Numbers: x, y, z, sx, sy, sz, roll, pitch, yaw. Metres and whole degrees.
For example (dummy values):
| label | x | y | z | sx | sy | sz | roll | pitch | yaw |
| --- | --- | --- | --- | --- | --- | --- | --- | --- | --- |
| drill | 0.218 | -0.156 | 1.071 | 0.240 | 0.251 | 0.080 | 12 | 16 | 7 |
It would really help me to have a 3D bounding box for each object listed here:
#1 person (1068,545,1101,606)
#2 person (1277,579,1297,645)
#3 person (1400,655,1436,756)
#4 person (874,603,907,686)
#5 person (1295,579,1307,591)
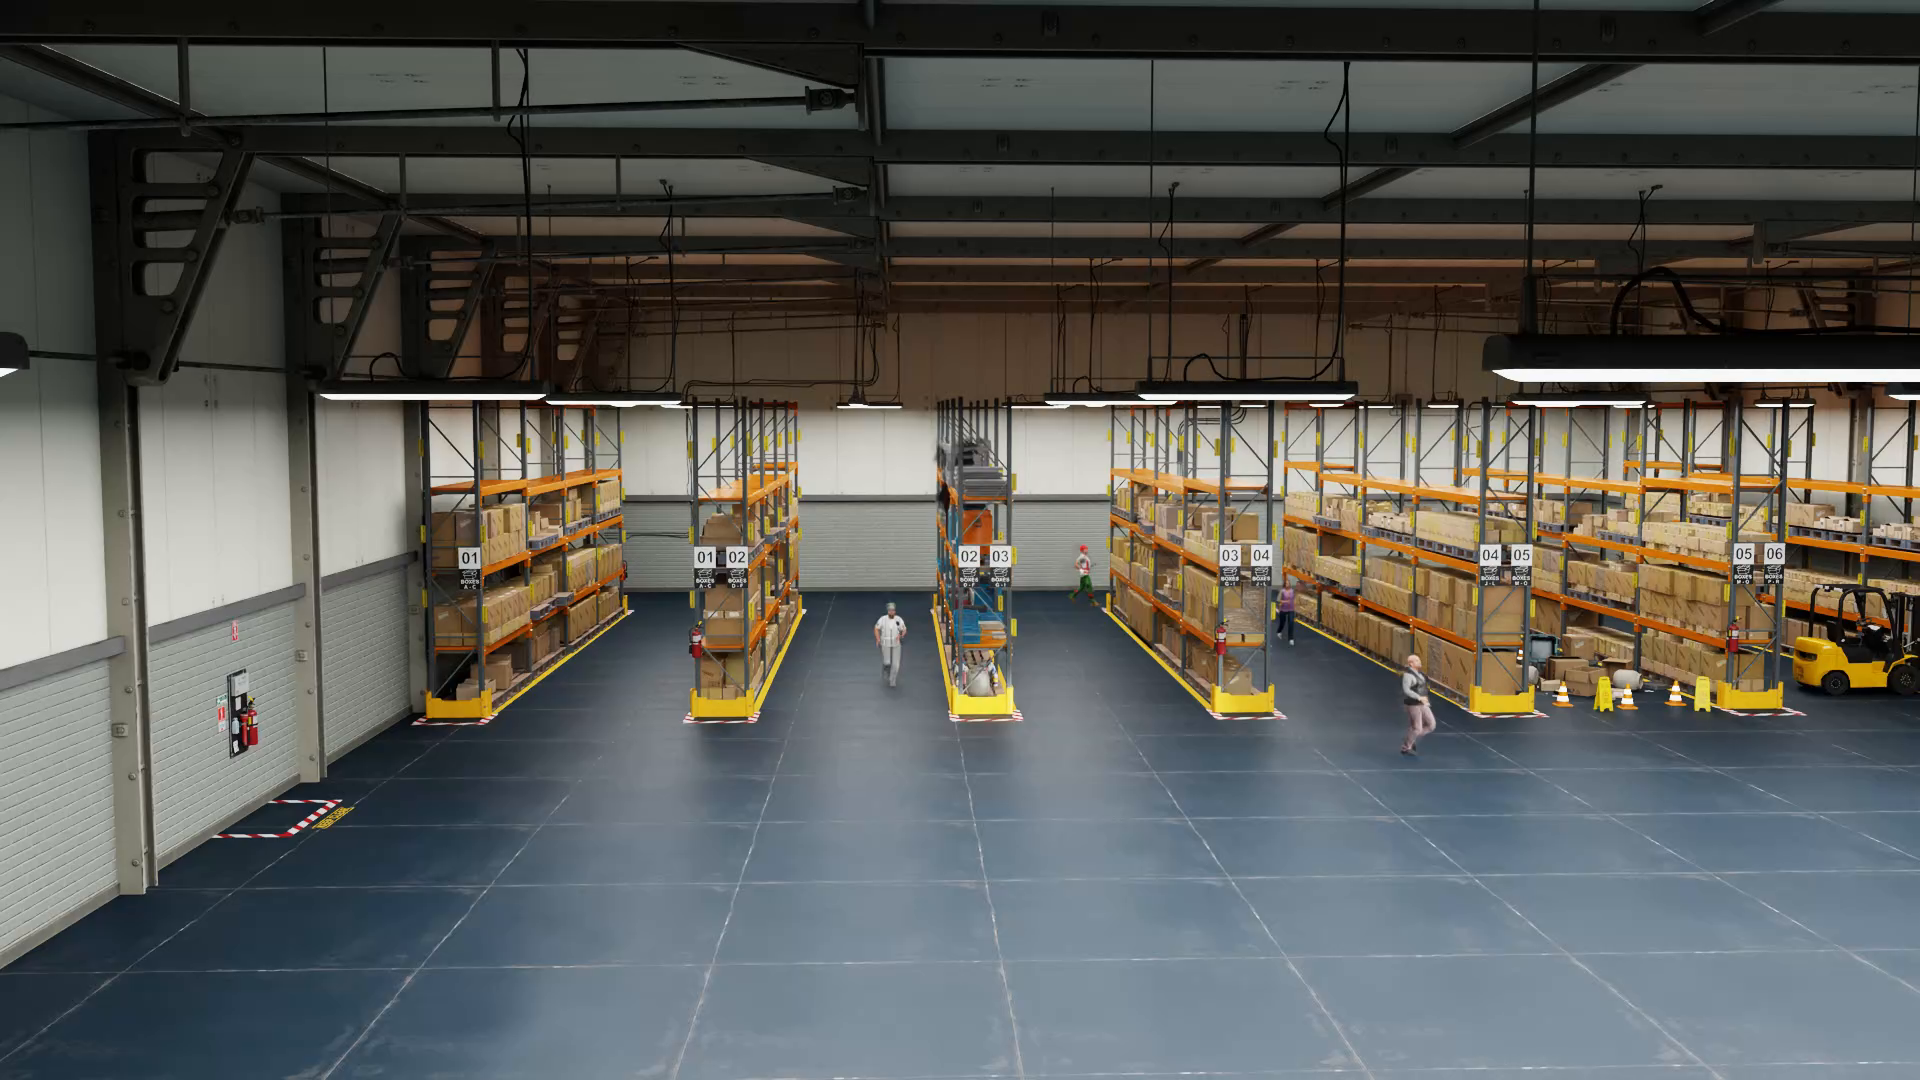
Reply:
| label | x | y | z | sx | sy | sz | roll | pitch | yaw |
| --- | --- | --- | --- | --- | --- | --- | --- | --- | --- |
| person | 3.653 | 1.031 | 48.804 | 1.002 | 1.773 | 0.662 | 1 | 4 | 10 |
| person | 8.048 | 1.753 | 40.951 | 0.543 | 1.578 | 0.882 | -1 | 4 | -7 |
| person | 7.612 | 2.746 | 27.661 | 0.551 | 1.680 | 0.672 | 4 | 6 | 39 |
| person | -1.438 | 2.179 | 34.650 | 0.665 | 1.742 | 0.593 | -1 | 4 | -7 |
| person | 10.186 | 1.131 | 48.992 | 0.684 | 1.648 | 0.572 | 0 | 4 | 3 |
